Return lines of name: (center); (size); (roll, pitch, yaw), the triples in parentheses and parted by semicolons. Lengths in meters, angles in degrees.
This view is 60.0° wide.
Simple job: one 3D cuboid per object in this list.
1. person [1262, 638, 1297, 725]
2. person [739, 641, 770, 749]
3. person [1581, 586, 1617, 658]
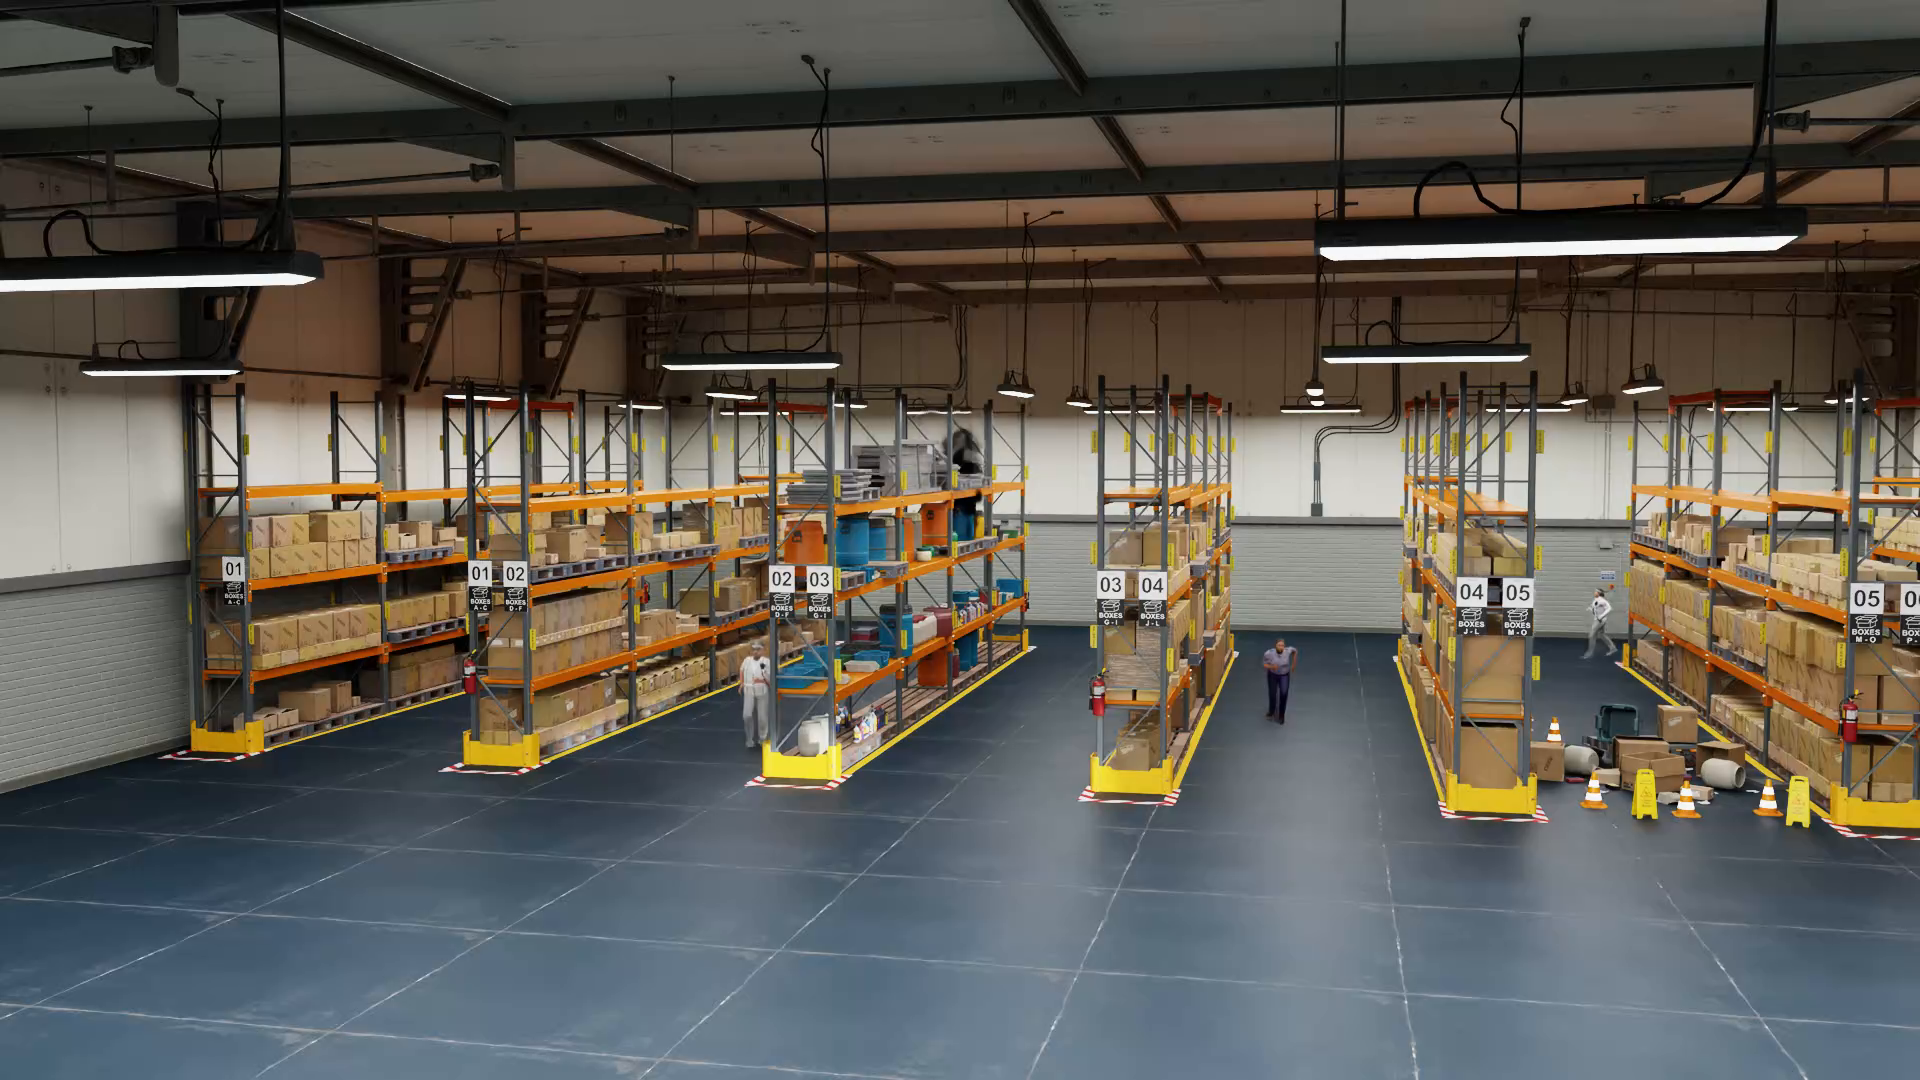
person: (5.748, 2.535, 29.989); (0.638, 1.606, 0.955); (0, 3, 4)
person: (-3.366, 2.556, 27.440); (0.636, 1.801, 0.693); (0, 3, 2)
person: (14.983, 1.934, 38.890); (0.820, 1.735, 0.621); (1, 3, 13)
